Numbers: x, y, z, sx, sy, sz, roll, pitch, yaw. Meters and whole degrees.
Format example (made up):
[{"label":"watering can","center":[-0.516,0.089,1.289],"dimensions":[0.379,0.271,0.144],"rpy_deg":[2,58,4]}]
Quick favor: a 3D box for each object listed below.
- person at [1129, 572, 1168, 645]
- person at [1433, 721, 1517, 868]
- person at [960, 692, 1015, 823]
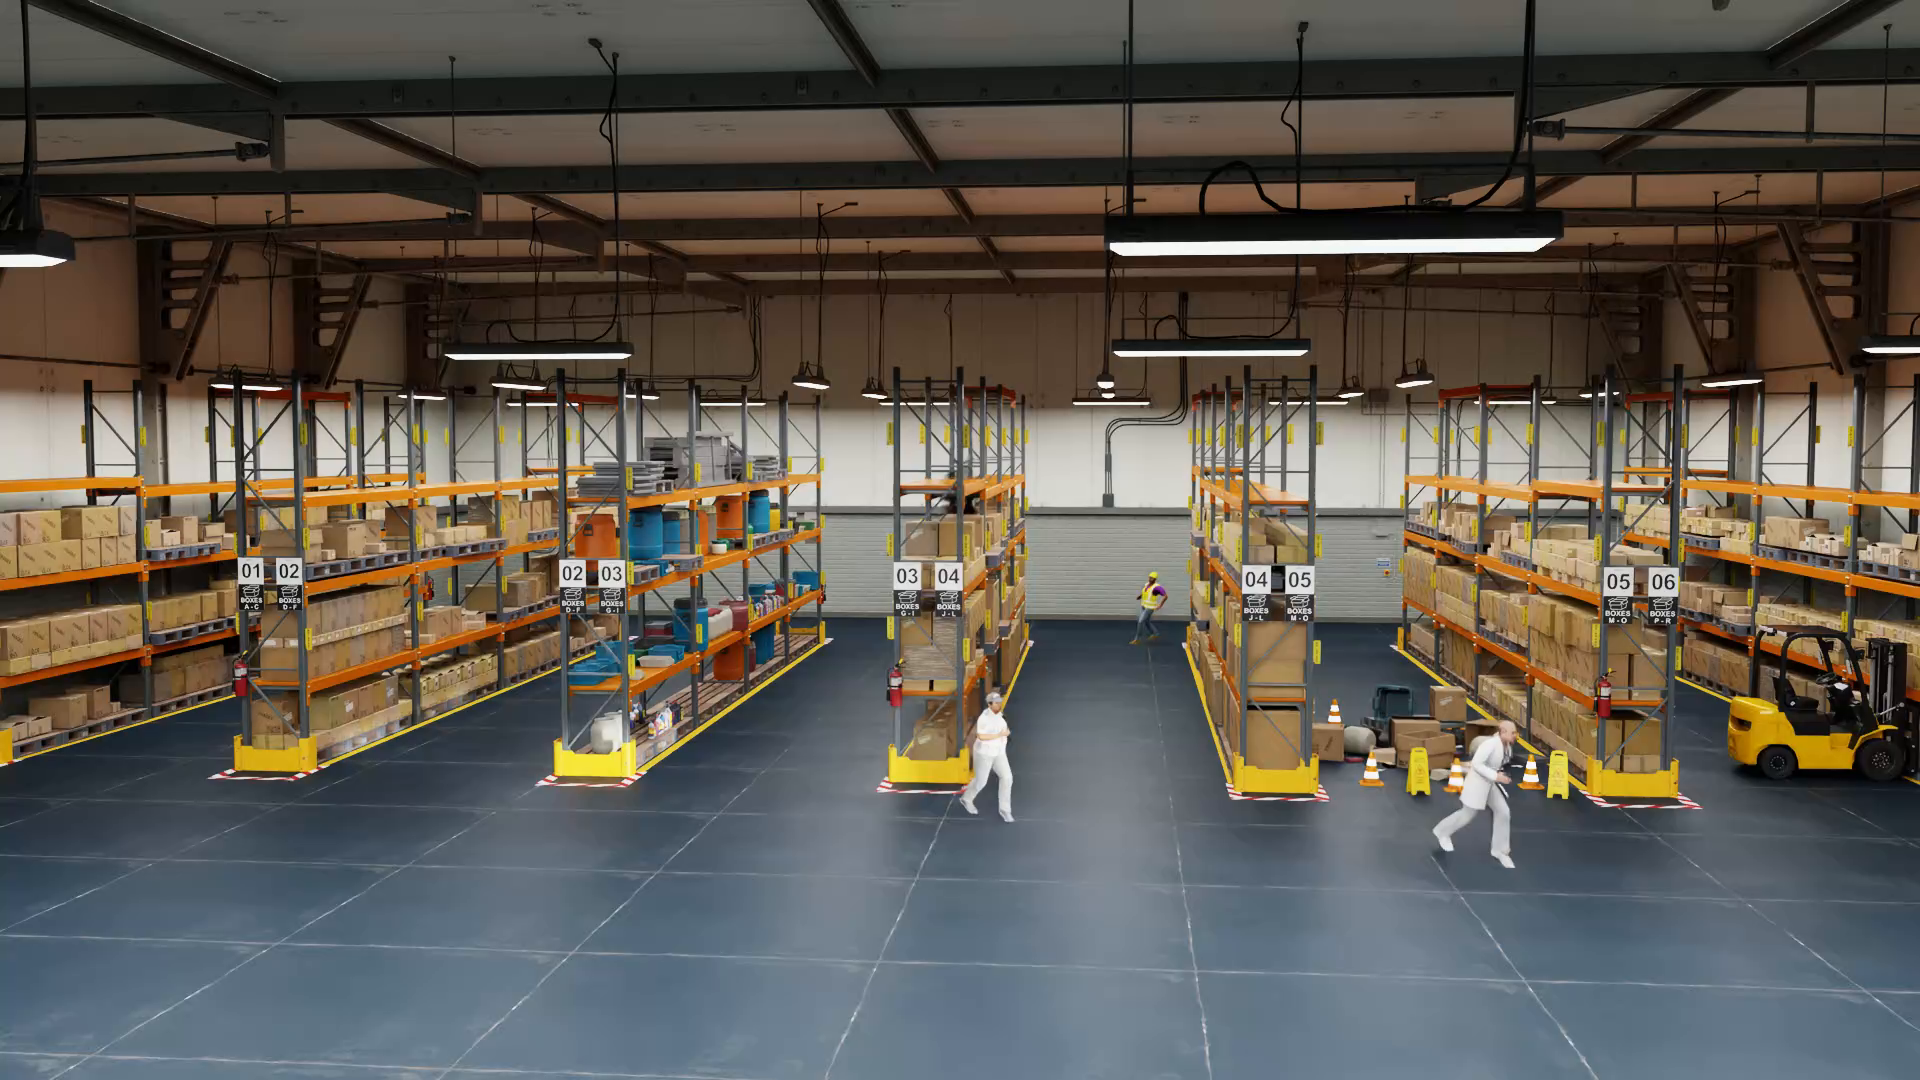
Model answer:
[{"label":"person","center":[4.501,1.639,40.007],"dimensions":[0.880,1.755,0.758],"rpy_deg":[-2,4,-24]},{"label":"person","center":[6.108,2.954,19.677],"dimensions":[1.083,1.742,0.754],"rpy_deg":[4,5,45]},{"label":"person","center":[0.346,2.842,21.742],"dimensions":[0.839,1.741,0.591],"rpy_deg":[3,5,42]}]
